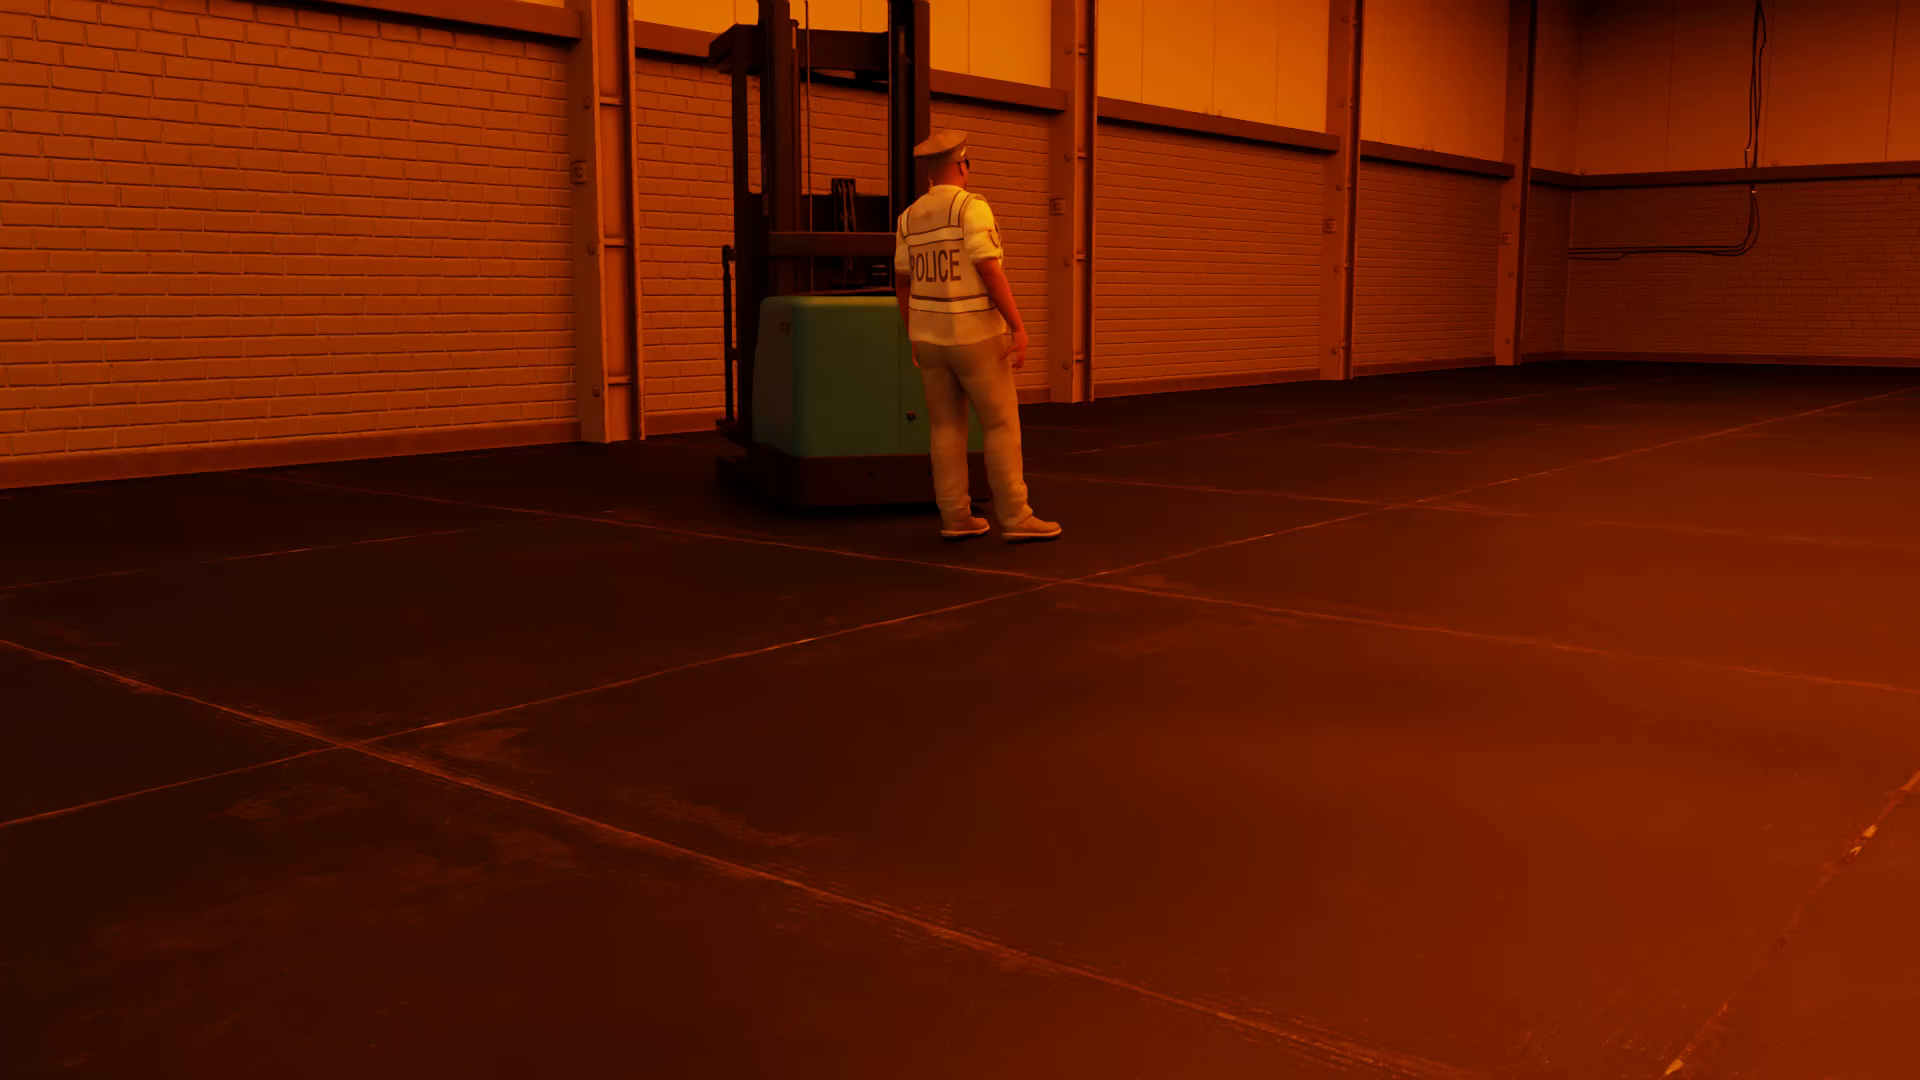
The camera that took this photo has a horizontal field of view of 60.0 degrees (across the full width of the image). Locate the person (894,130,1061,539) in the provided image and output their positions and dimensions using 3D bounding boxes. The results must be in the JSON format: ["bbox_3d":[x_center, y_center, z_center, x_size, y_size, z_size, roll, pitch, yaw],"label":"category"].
[{"bbox_3d":[0.058,-0.896,7.327,0.640,1.780,0.575,7,11,38],"label":"person"}]

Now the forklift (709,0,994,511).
[{"bbox_3d":[-0.776,-1.767,9.357,1.130,2.935,3.031,-3,9,-19],"label":"forklift"}]
